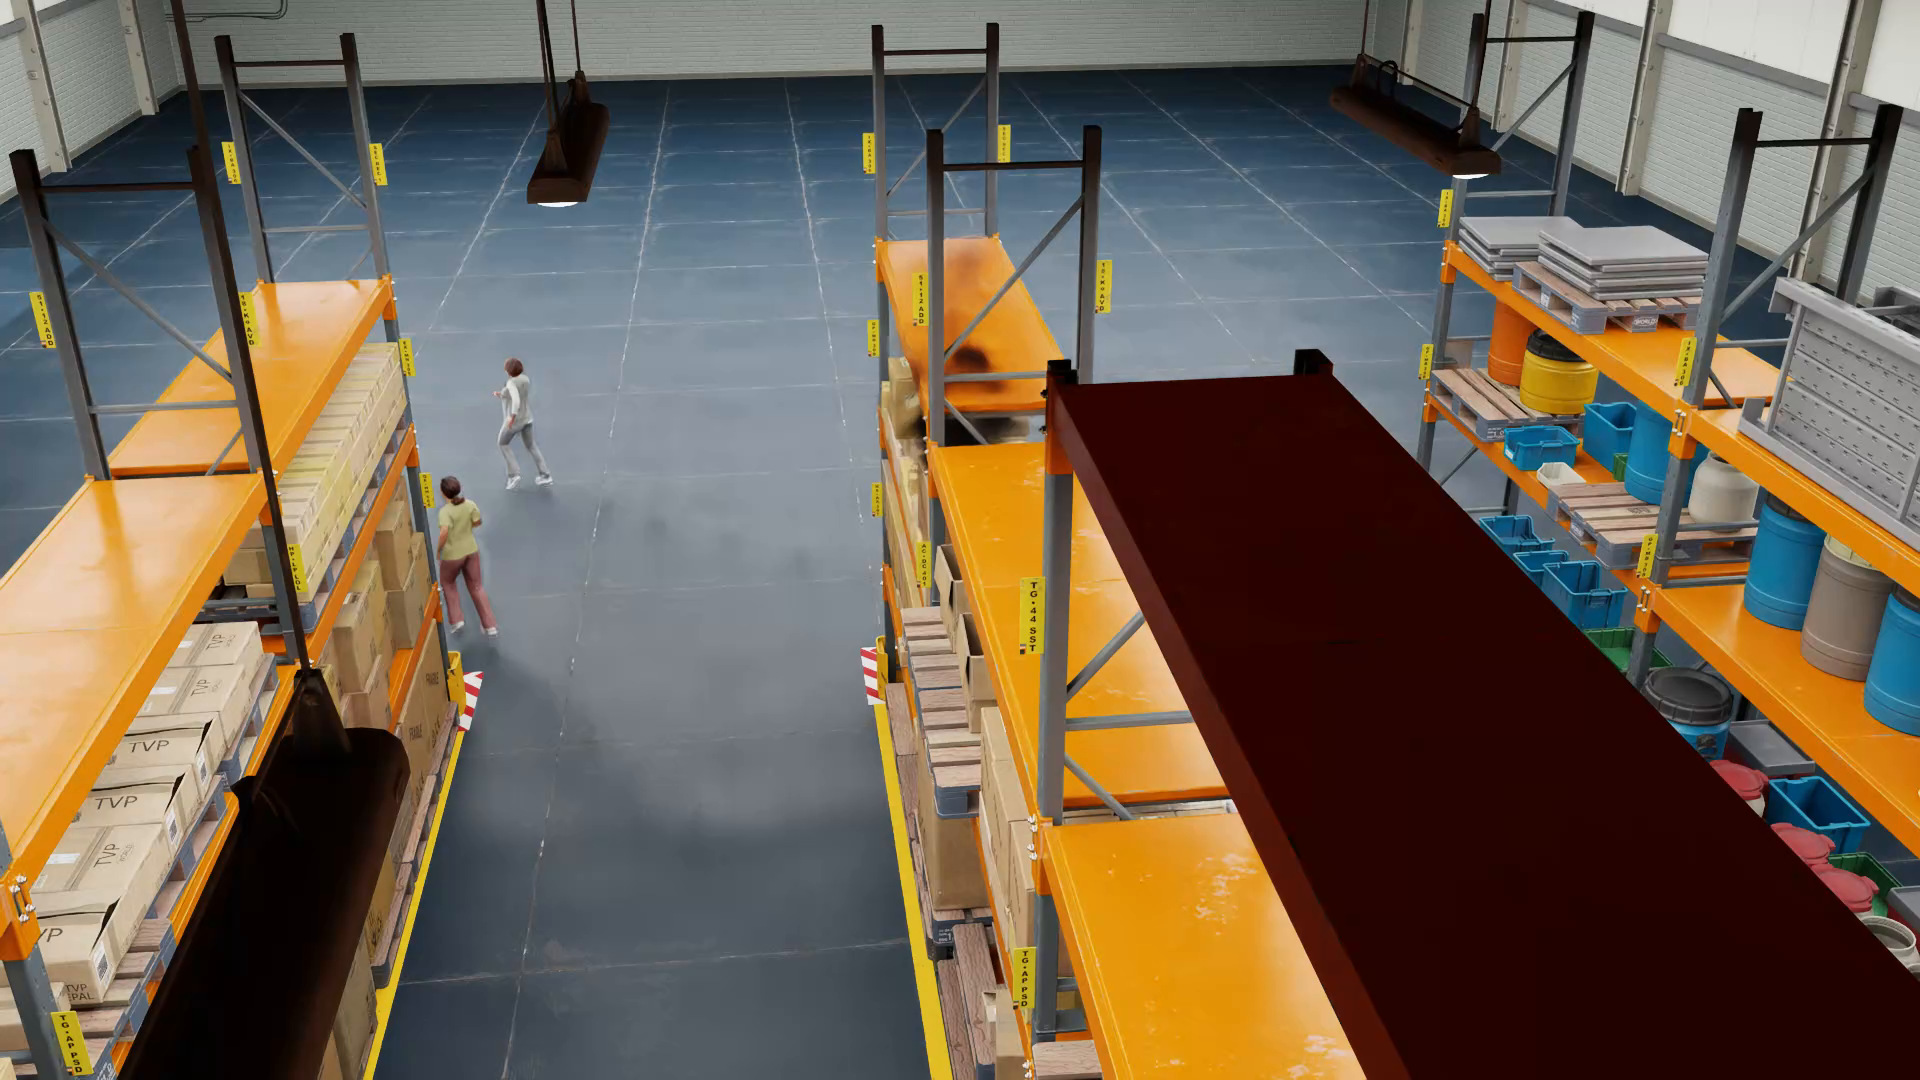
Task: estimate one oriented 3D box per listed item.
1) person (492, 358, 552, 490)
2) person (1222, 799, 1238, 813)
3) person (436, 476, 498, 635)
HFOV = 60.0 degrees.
[{"bbox_3d":[-5.175,-1.349,19.492,0.699,1.641,0.520,13,28,25],"label":"person"},{"bbox_3d":[1.638,2.230,11.627,0.695,1.781,1.045,-7,26,-14],"label":"person"},{"bbox_3d":[-4.837,0.210,16.167,0.731,1.748,0.586,22,33,39],"label":"person"}]
